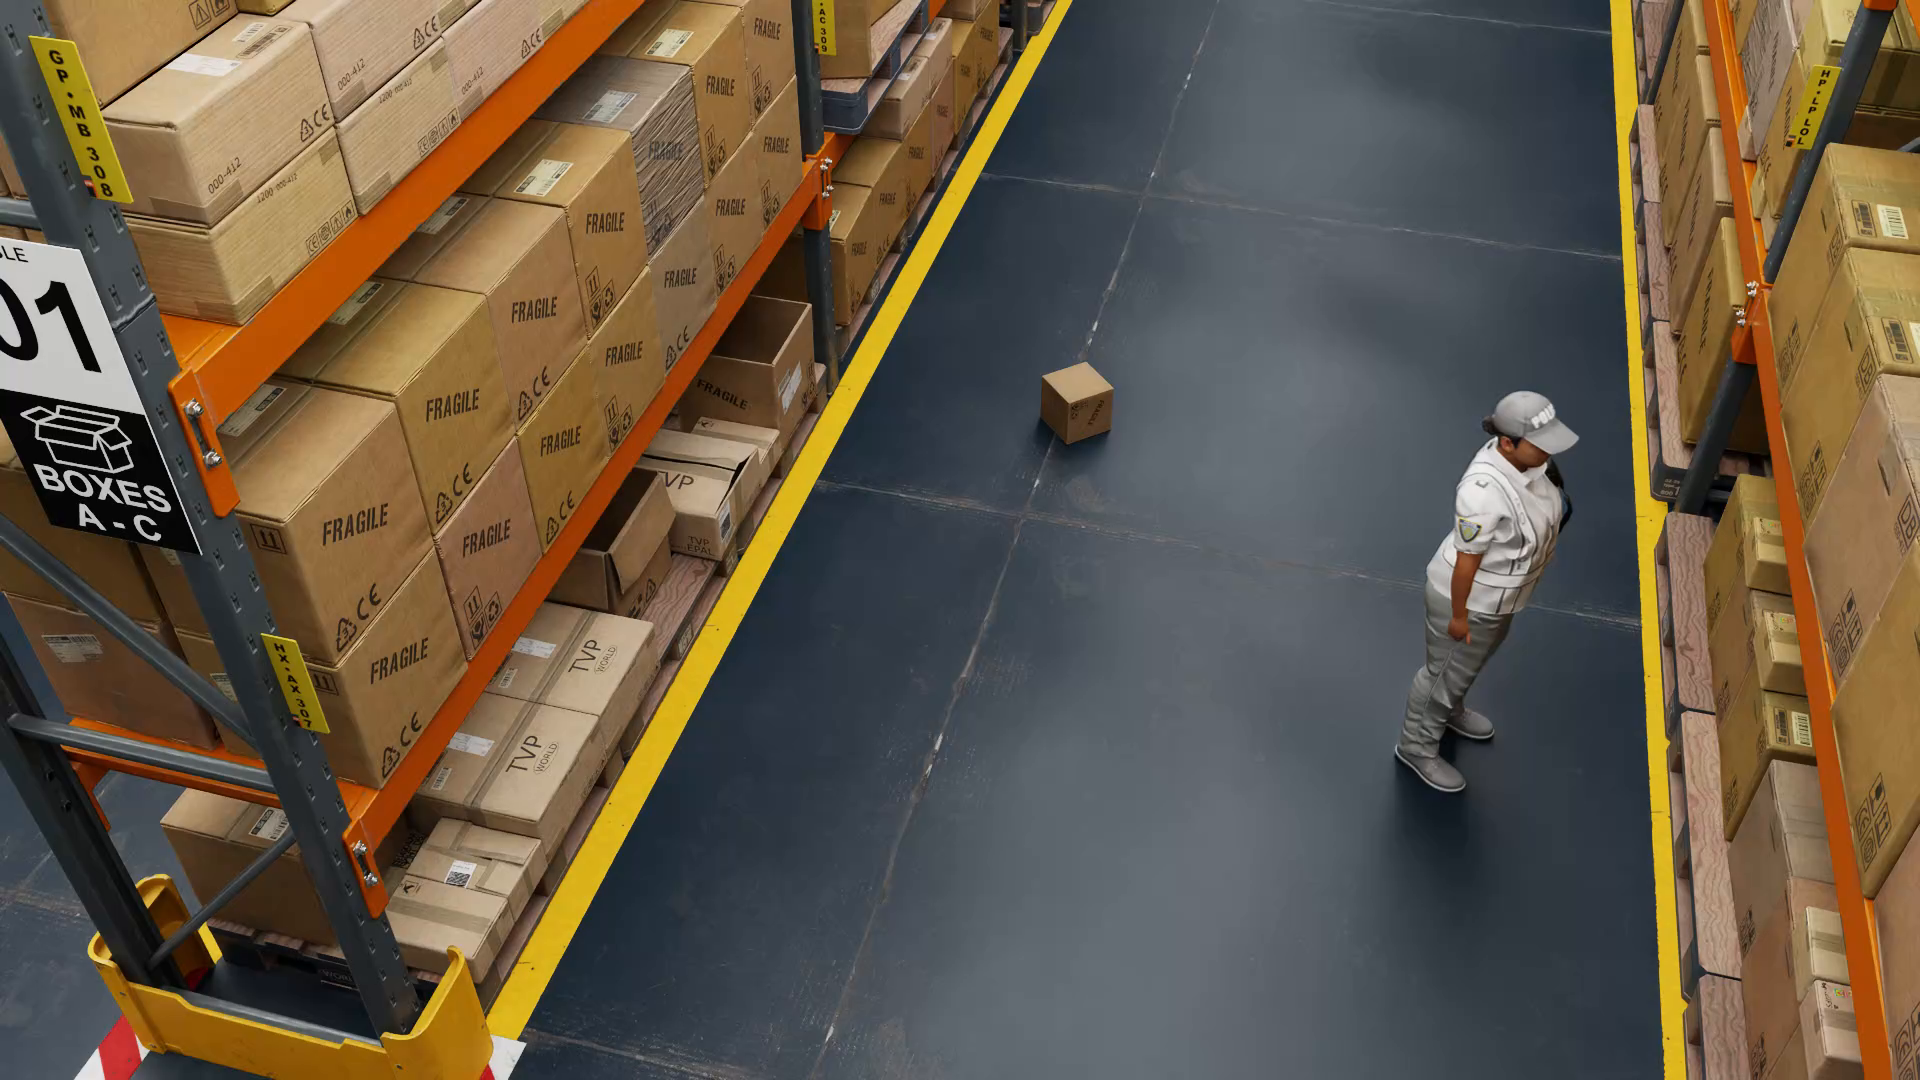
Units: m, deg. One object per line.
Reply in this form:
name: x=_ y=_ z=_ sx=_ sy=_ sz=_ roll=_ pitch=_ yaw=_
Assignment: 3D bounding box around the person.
person: x=1.875 y=0.167 z=5.966 sx=0.387 sy=1.669 sz=0.478 roll=24 pitch=47 yaw=25
